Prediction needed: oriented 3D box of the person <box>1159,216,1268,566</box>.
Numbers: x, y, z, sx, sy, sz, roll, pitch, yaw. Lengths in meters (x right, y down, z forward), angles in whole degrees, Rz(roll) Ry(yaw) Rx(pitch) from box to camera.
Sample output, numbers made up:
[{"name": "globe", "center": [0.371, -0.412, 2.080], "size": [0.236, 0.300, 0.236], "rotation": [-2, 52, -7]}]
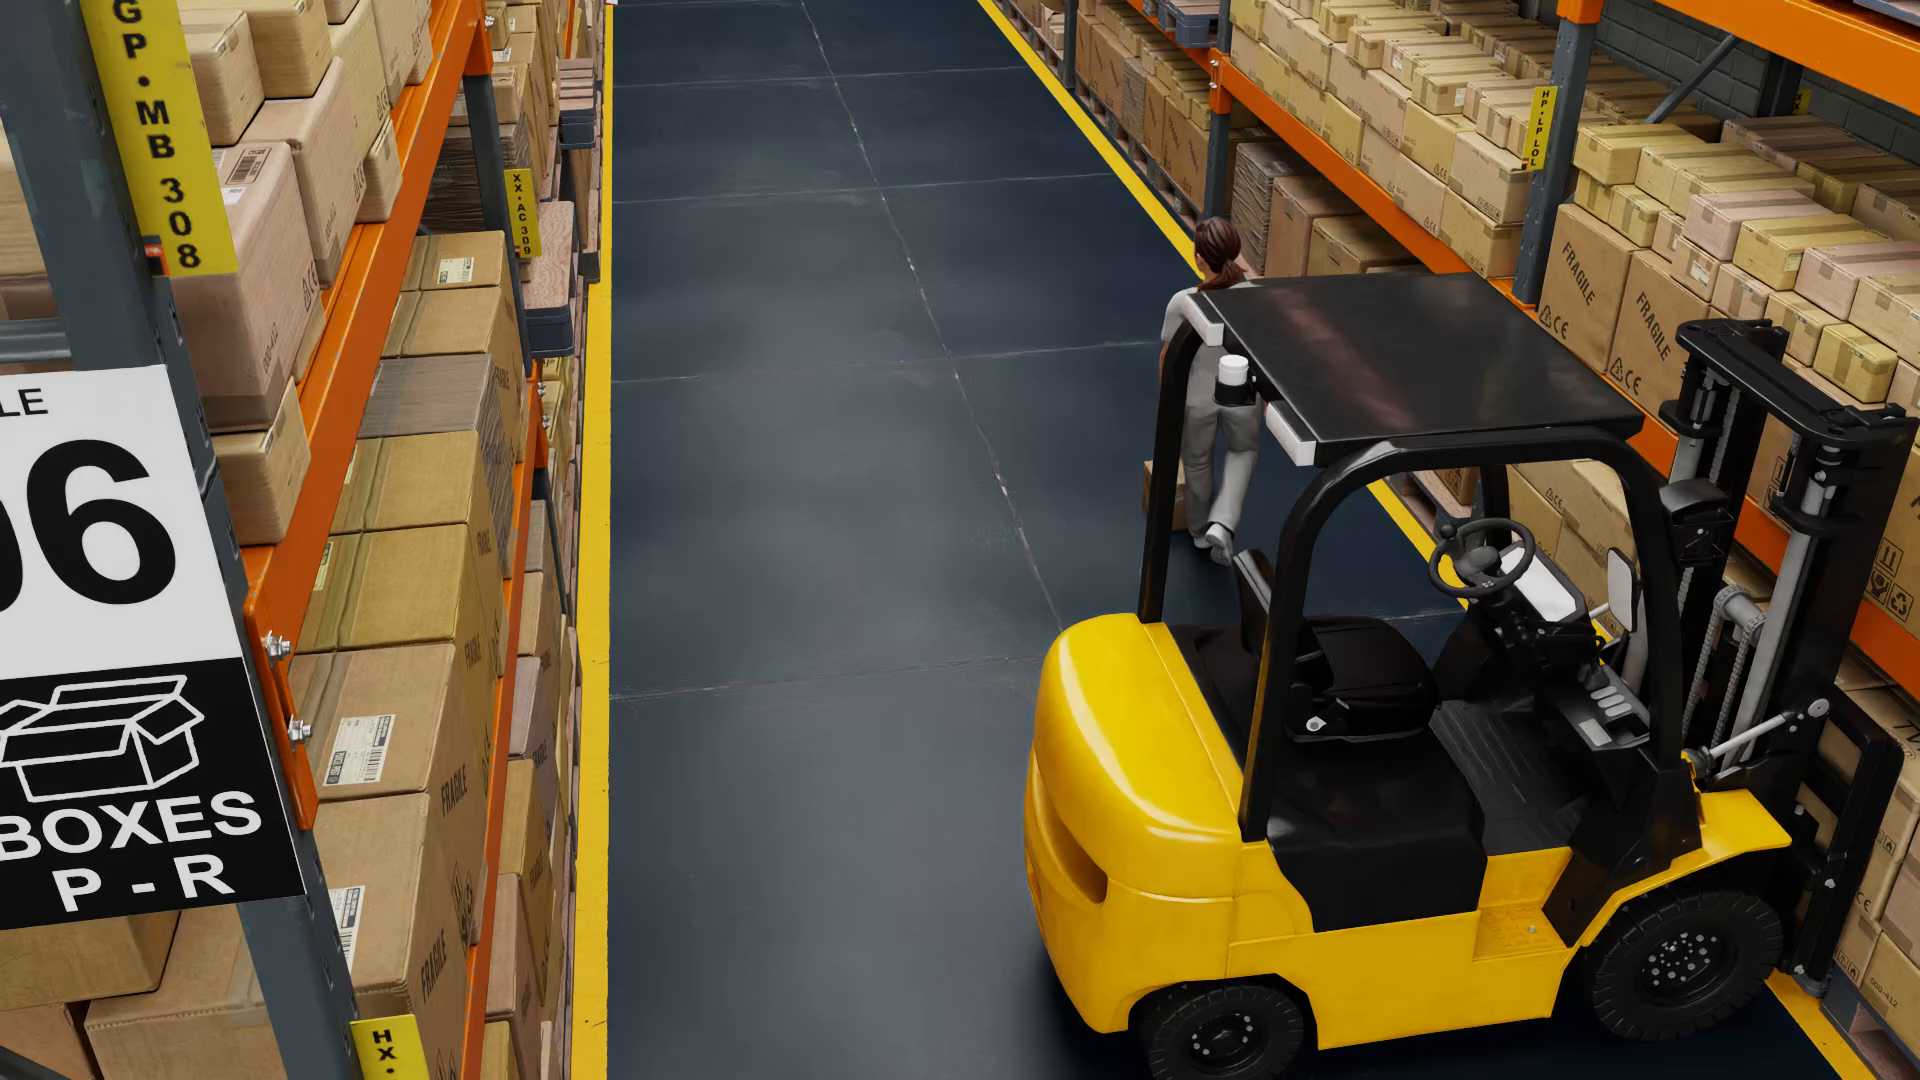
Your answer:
[{"name": "person", "center": [1.107, -0.643, 7.201], "size": [0.515, 1.654, 0.684], "rotation": [2, 31, 4]}]
